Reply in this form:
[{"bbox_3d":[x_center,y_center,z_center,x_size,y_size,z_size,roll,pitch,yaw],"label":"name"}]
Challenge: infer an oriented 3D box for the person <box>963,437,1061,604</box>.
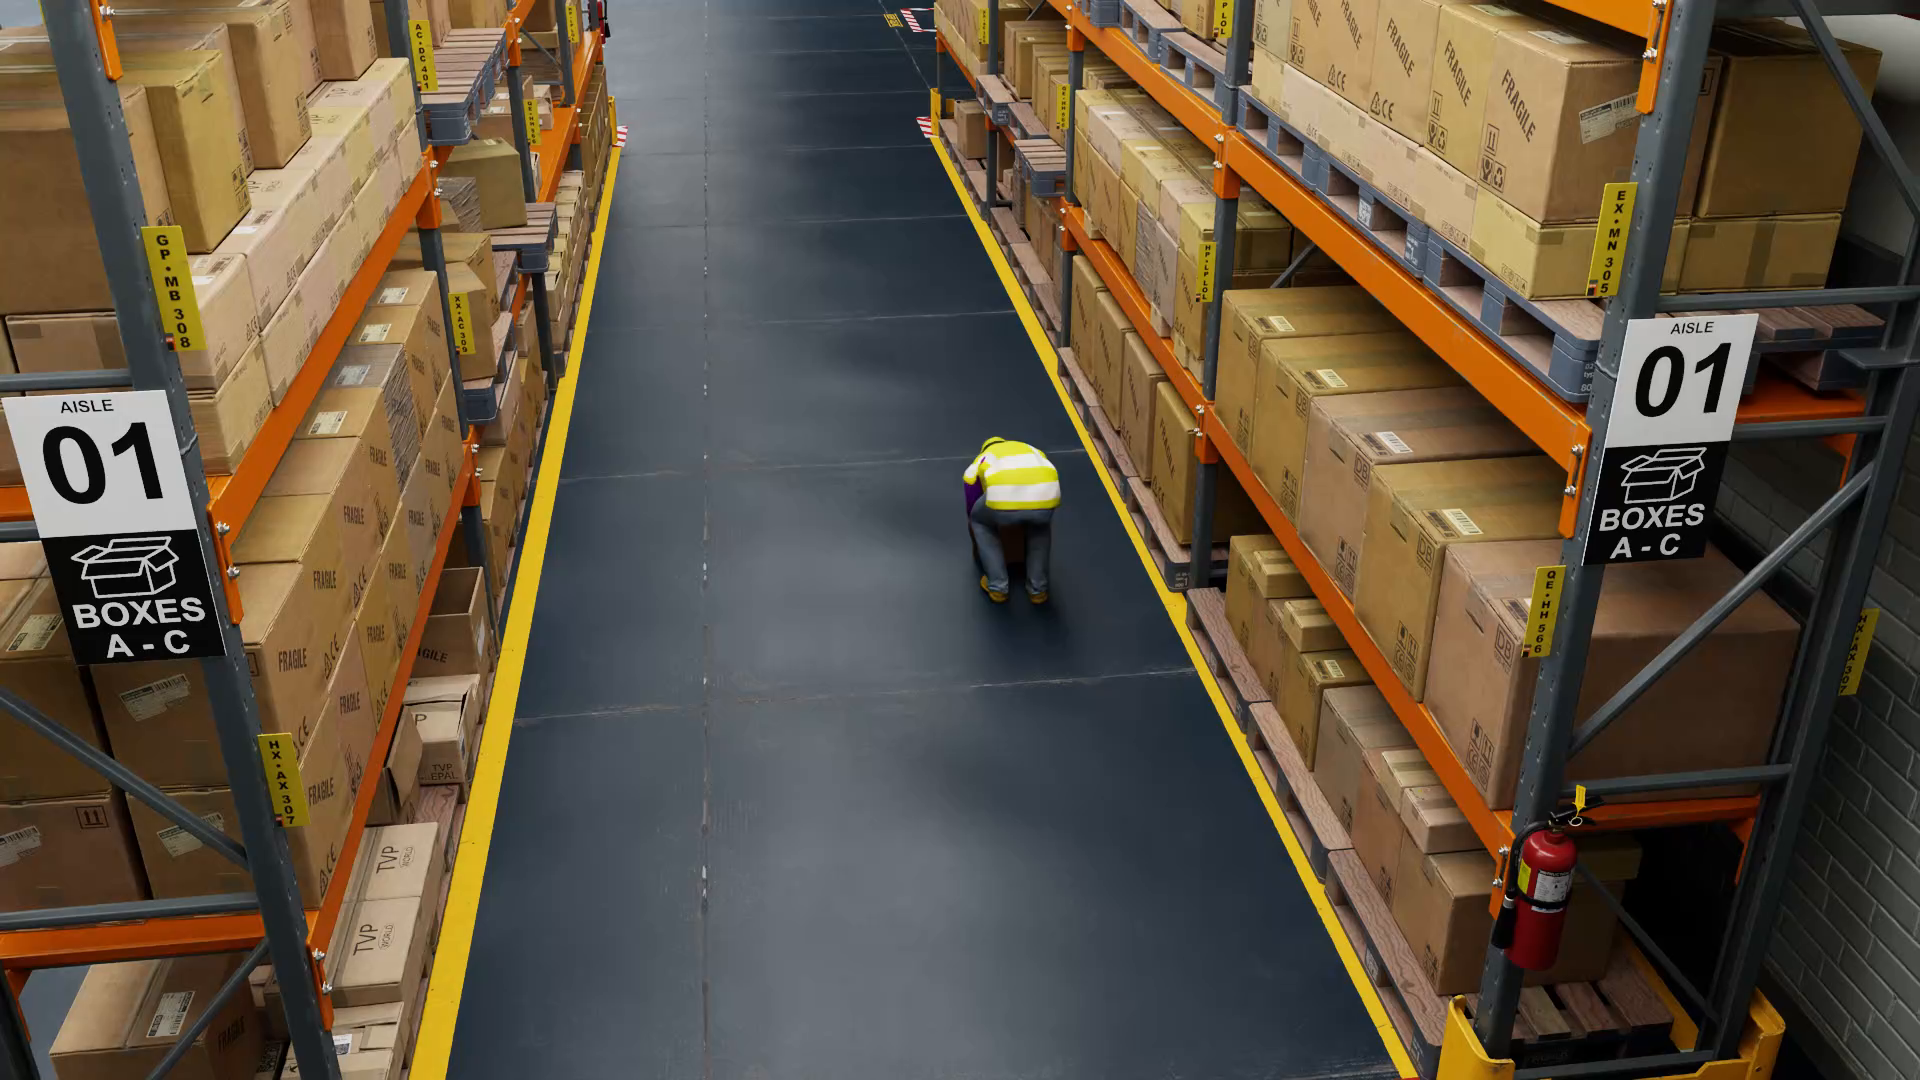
[{"bbox_3d":[0.292,-0.164,9.838,0.503,0.924,0.975,-5,27,-9],"label":"person"}]
